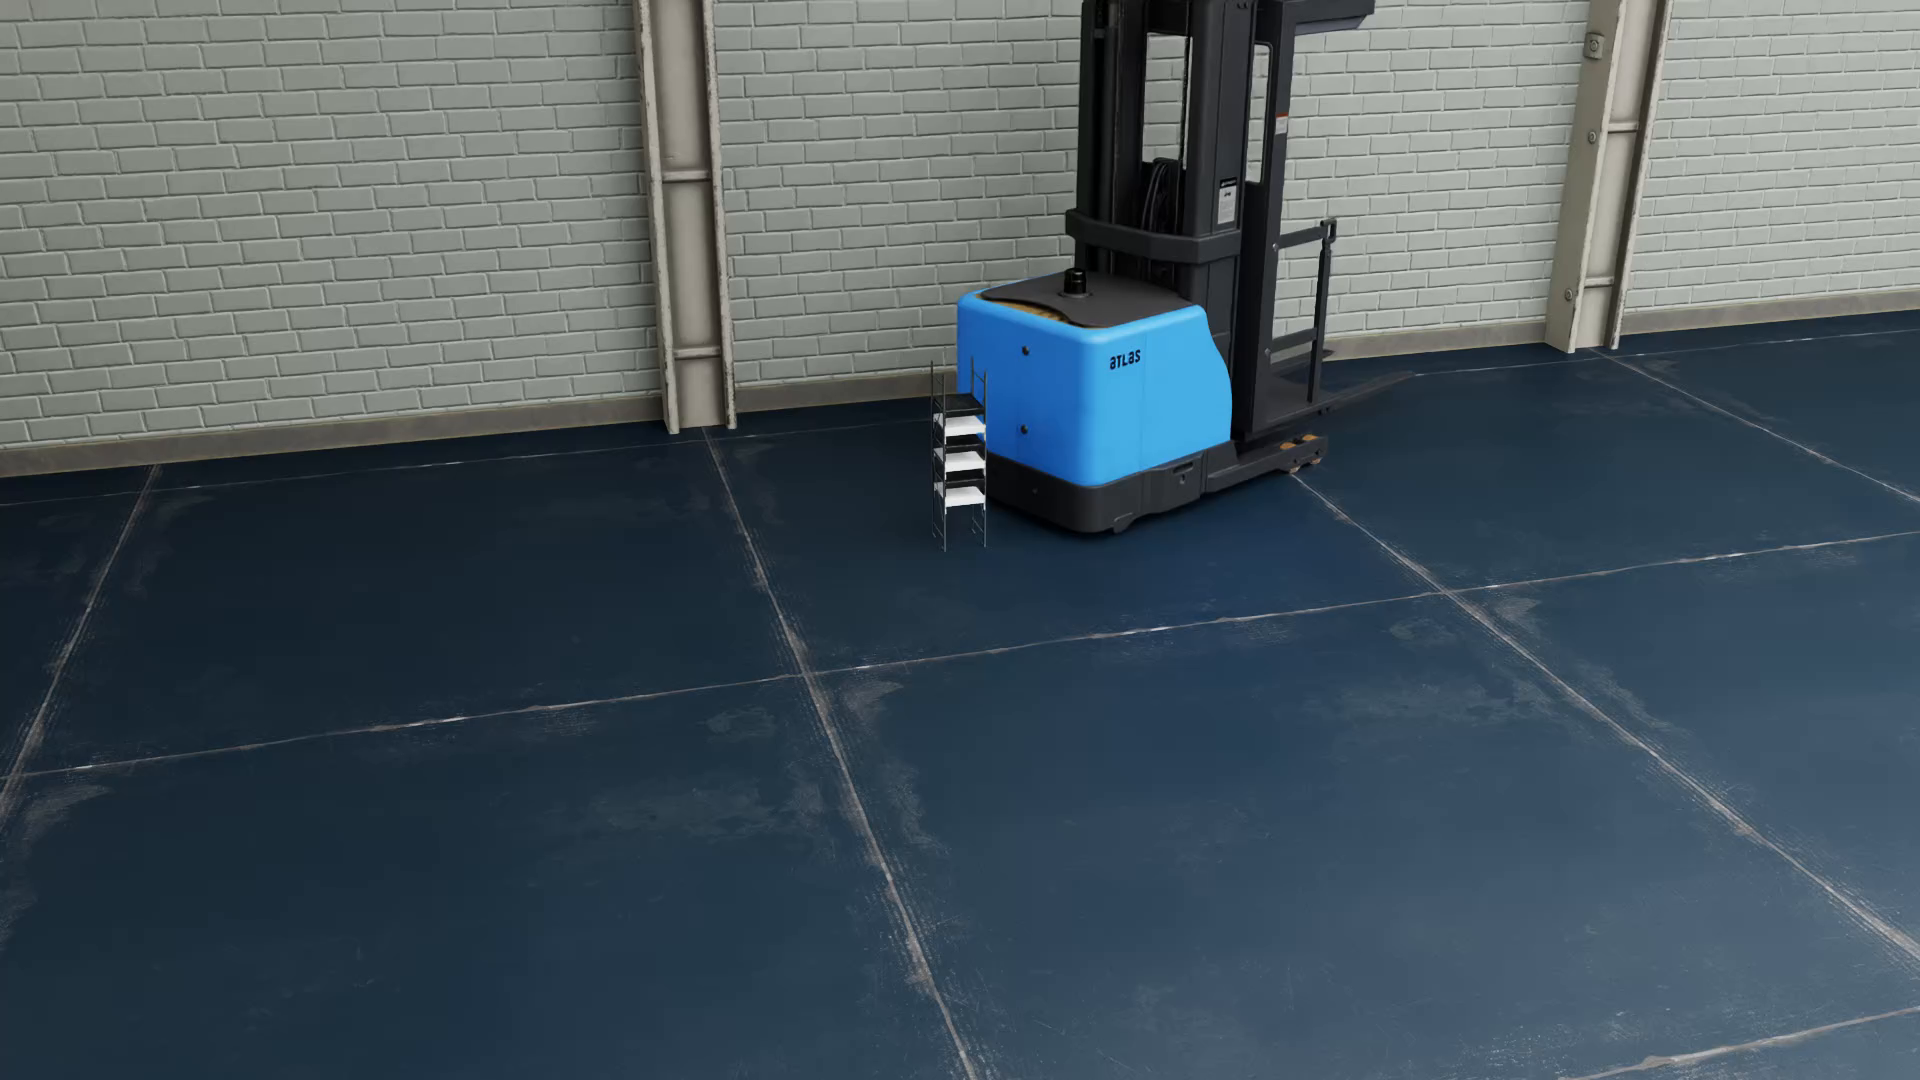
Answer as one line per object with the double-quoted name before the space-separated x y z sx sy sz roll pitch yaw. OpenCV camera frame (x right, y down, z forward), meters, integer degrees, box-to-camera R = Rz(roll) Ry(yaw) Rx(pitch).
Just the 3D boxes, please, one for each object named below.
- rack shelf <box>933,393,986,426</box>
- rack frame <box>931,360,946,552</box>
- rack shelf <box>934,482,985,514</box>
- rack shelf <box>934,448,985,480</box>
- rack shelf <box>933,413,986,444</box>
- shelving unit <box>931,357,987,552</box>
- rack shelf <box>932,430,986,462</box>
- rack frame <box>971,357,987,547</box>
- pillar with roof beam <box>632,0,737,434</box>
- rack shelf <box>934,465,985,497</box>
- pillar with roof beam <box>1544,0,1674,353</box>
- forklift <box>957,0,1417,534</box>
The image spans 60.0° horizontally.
"rack shelf" -0.008 -0.630 7.977 0.200 0.077 0.258 -6 24 -14
"rack frame" -0.106 -0.402 8.045 0.006 0.900 0.240 -6 24 -14
"rack shelf" -0.008 -0.217 8.155 0.200 0.077 0.258 -6 24 -14
"rack shelf" -0.008 -0.382 8.084 0.200 0.077 0.258 -6 24 -14
"rack shelf" -0.008 -0.547 8.013 0.200 0.077 0.258 -6 24 -14
"shelving unit" -0.008 -0.413 8.071 0.210 0.900 0.258 -6 24 -14
"rack shelf" -0.008 -0.465 8.048 0.200 0.077 0.258 -6 24 -14
"rack frame" 0.090 -0.424 8.096 0.006 0.900 0.240 -6 24 -14
"pillar with roof beam" -0.381 -3.197 4.289 0.400 9.000 9.100 -6 24 -14
"rack shelf" -0.008 -0.299 8.119 0.200 0.077 0.258 -6 24 -14
"pillar with roof beam" 5.396 -3.836 5.779 0.400 9.000 9.100 -6 24 -14
"forklift" 1.405 -1.850 8.843 3.031 2.935 1.130 -19 30 -38
